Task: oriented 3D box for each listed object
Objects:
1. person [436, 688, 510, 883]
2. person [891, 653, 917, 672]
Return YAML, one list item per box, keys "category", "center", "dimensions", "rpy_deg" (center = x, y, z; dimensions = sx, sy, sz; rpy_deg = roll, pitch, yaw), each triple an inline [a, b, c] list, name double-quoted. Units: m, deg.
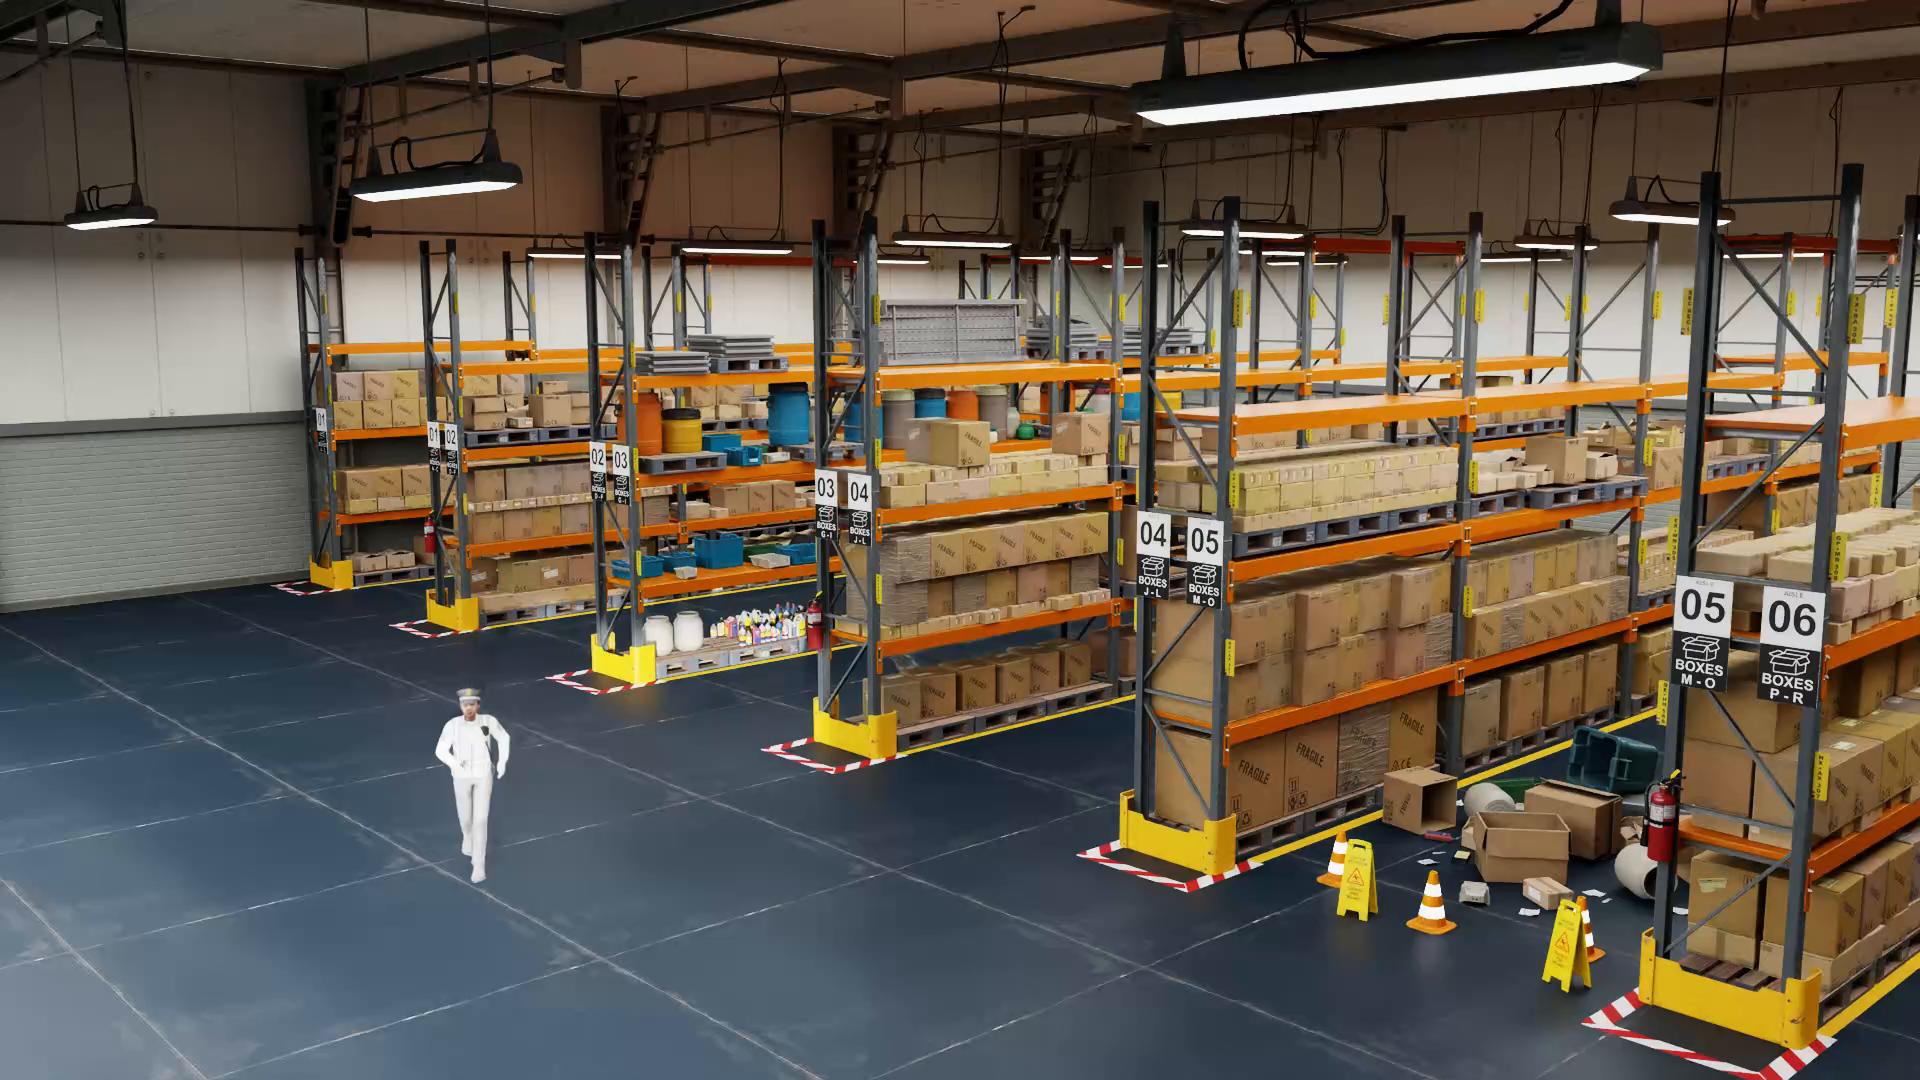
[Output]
- category: "person"
  center: [-4.388, 2.146, 15.023]
  dimensions: [0.637, 1.712, 0.815]
  rpy_deg: [-2, 9, -13]
- category: "person"
  center: [-0.834, 1.078, 21.891]
  dimensions: [0.669, 1.739, 0.625]
  rpy_deg: [7, 11, 41]
